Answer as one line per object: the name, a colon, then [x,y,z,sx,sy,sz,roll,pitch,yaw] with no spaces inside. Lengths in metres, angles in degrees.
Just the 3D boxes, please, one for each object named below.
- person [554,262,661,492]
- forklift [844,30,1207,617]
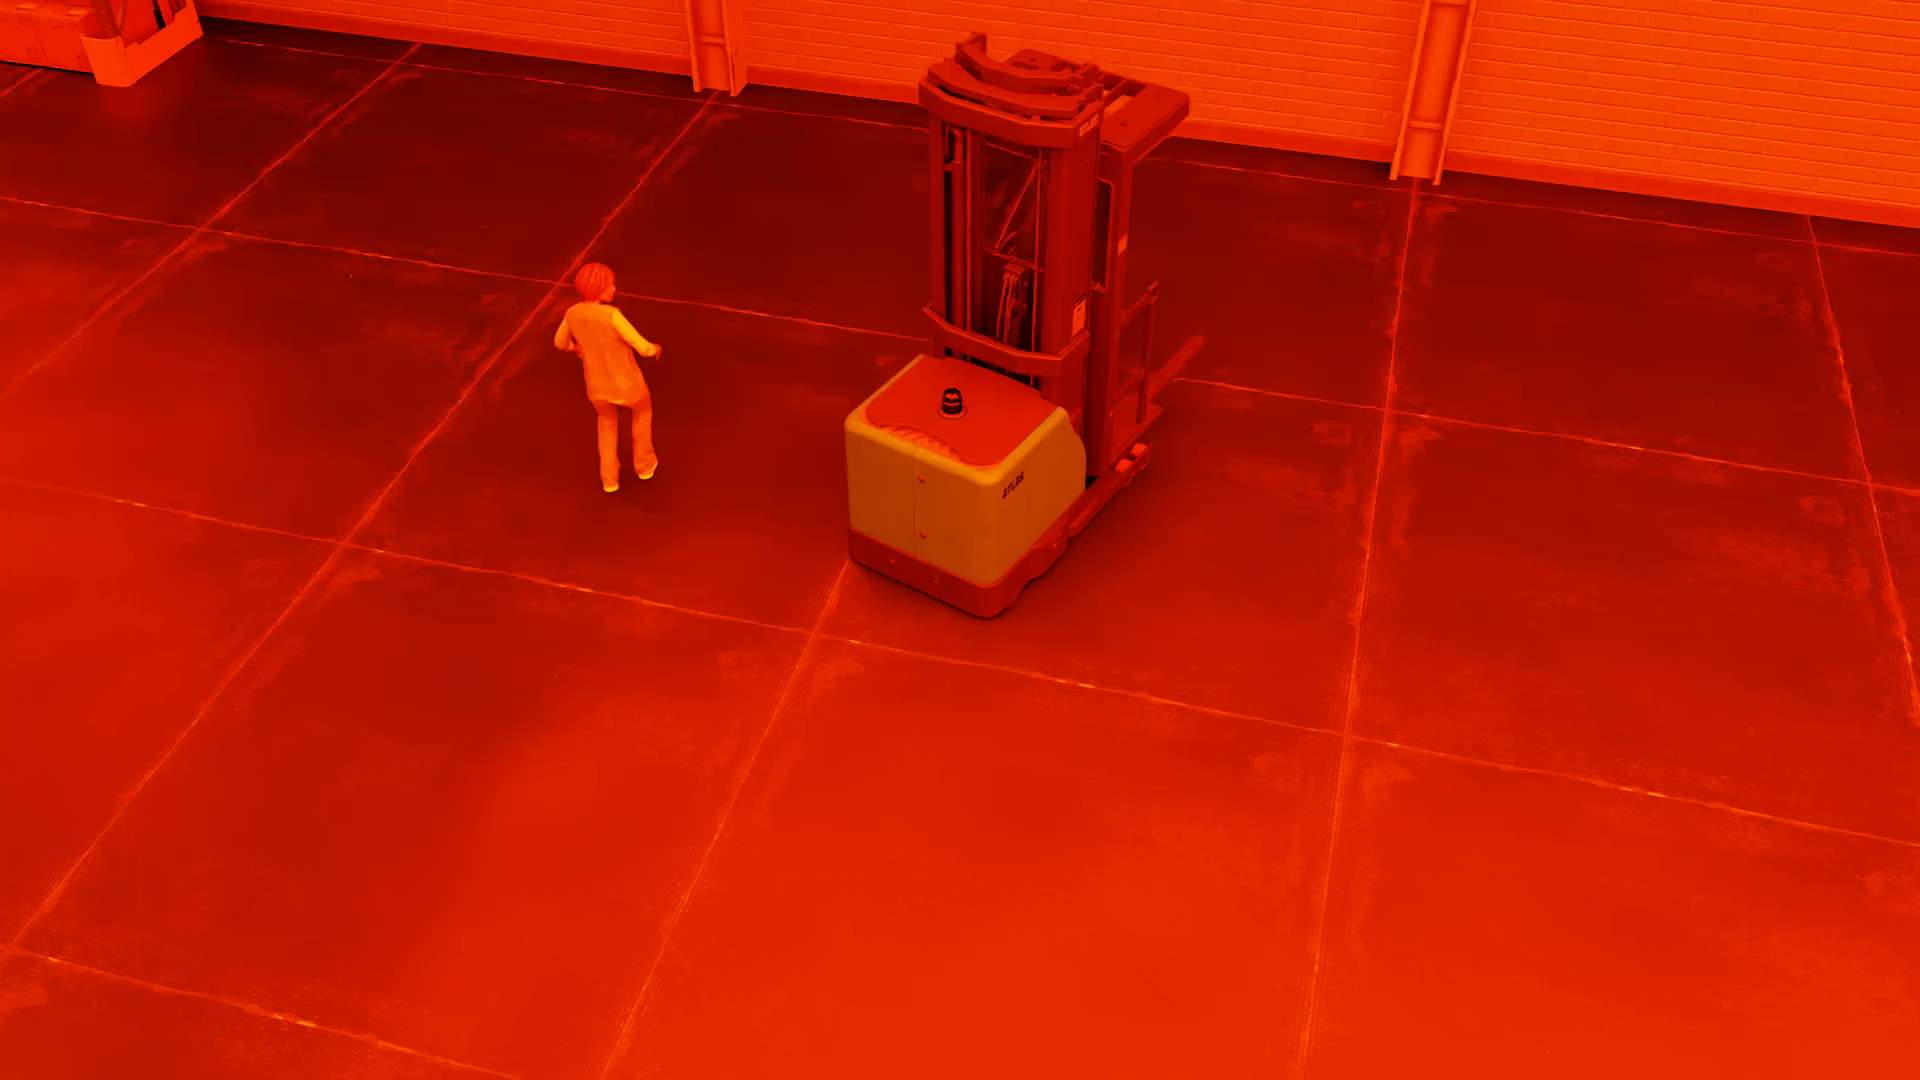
person: [-2.103,-0.965,10.069,0.656,1.507,0.484,7,42,8]
forklift: [0.569,-1.603,9.690,1.130,2.935,3.031,23,46,24]
